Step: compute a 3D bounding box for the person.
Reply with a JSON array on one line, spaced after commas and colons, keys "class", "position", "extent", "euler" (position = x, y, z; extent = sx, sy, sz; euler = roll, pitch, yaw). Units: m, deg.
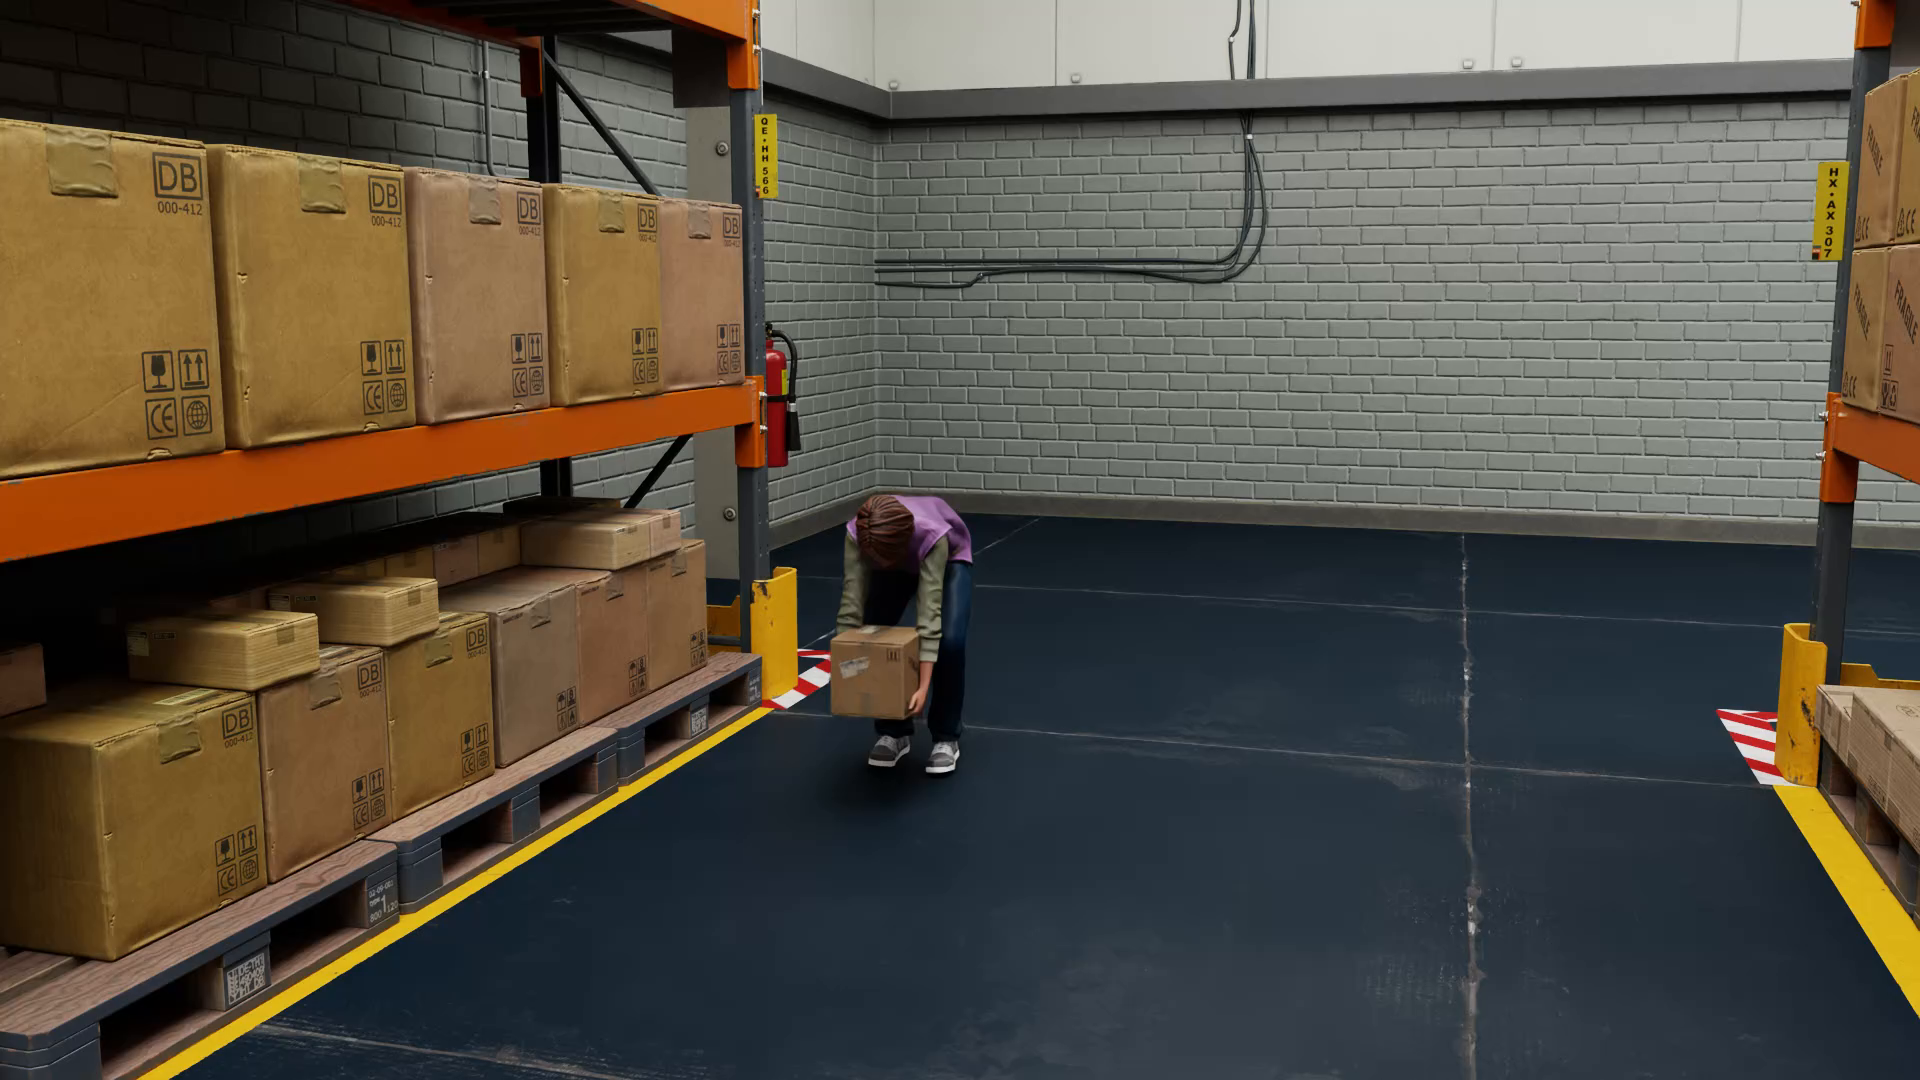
[{"class": "person", "position": [-0.181, 0.320, 5.707], "extent": [0.376, 1.018, 0.857], "euler": [2, 9, 13]}]
